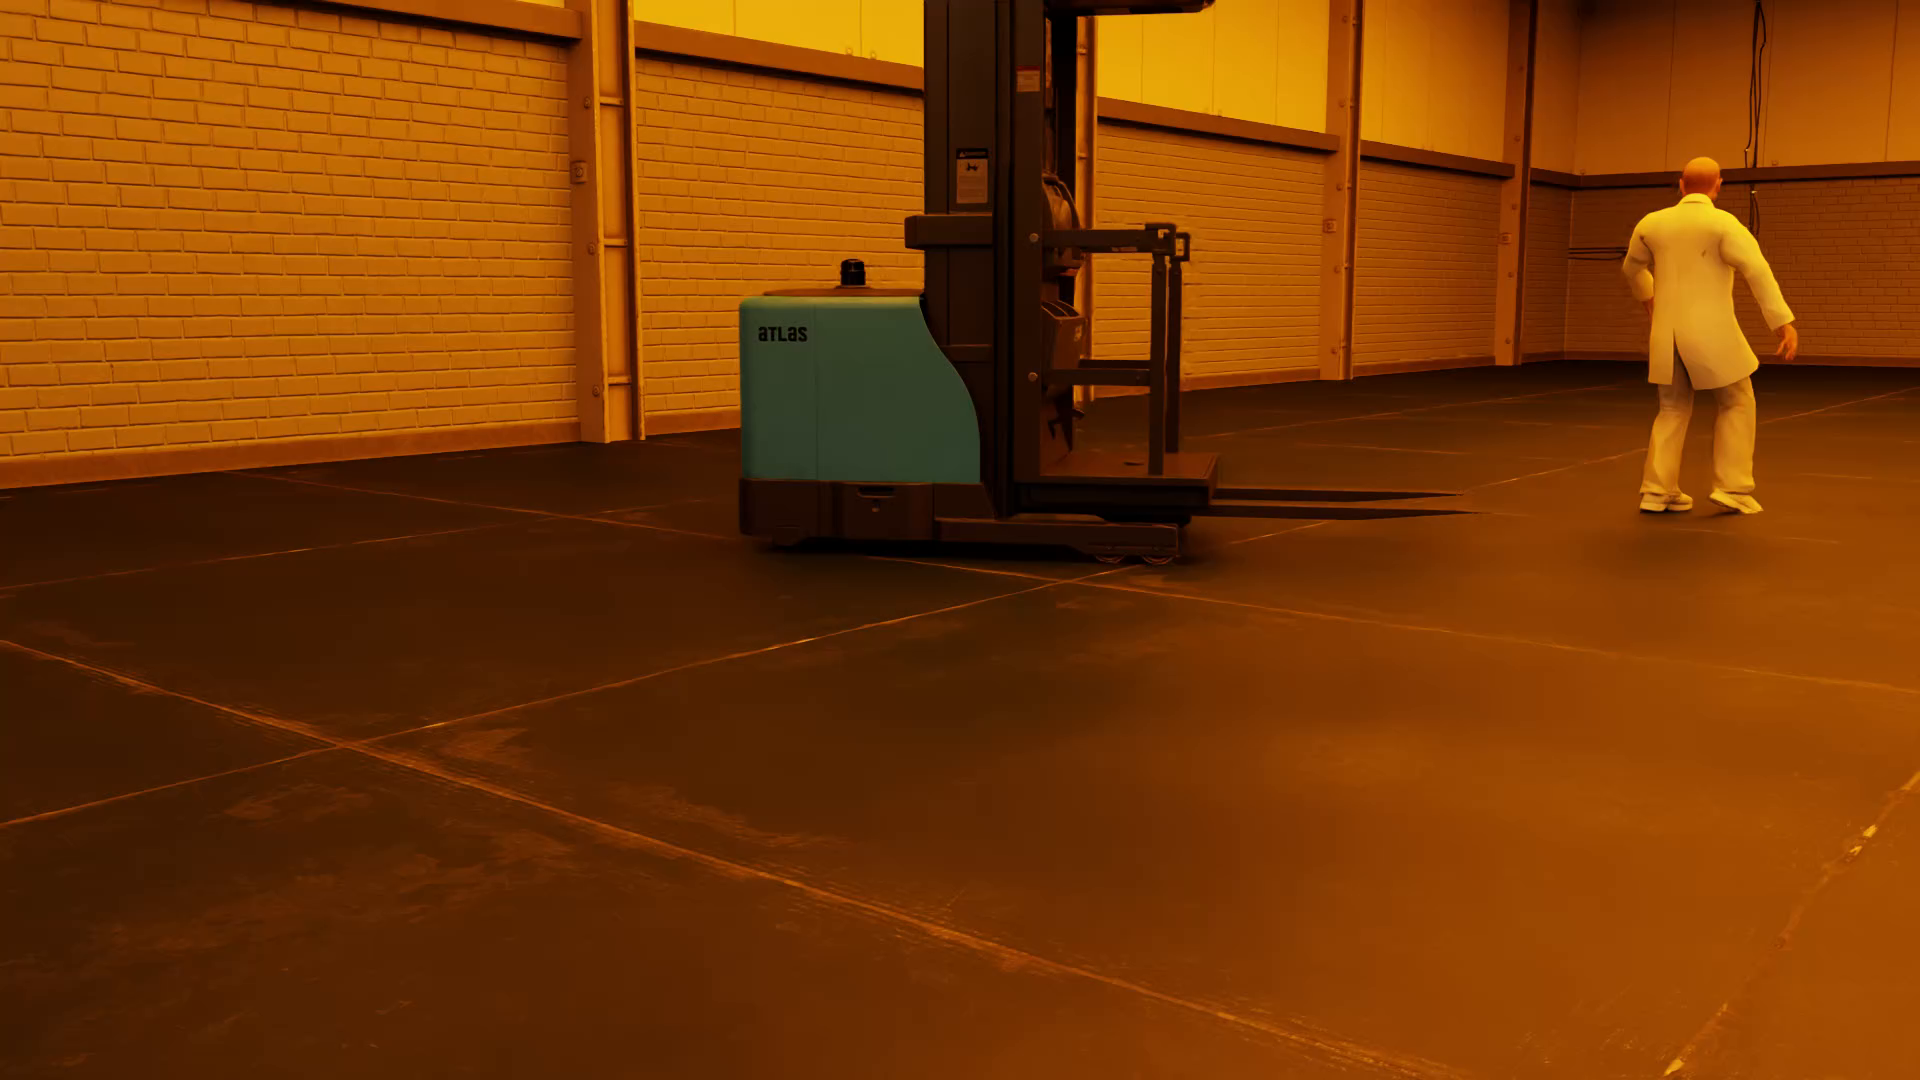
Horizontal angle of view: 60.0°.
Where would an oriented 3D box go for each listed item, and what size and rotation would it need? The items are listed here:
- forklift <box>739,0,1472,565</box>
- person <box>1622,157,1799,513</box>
[{"bbox_3d":[0.624,-1.433,7.073,3.031,2.935,1.130,2,8,11],"label":"forklift"},{"bbox_3d":[3.735,-0.989,8.315,0.636,1.808,1.025,-5,10,-31],"label":"person"}]
